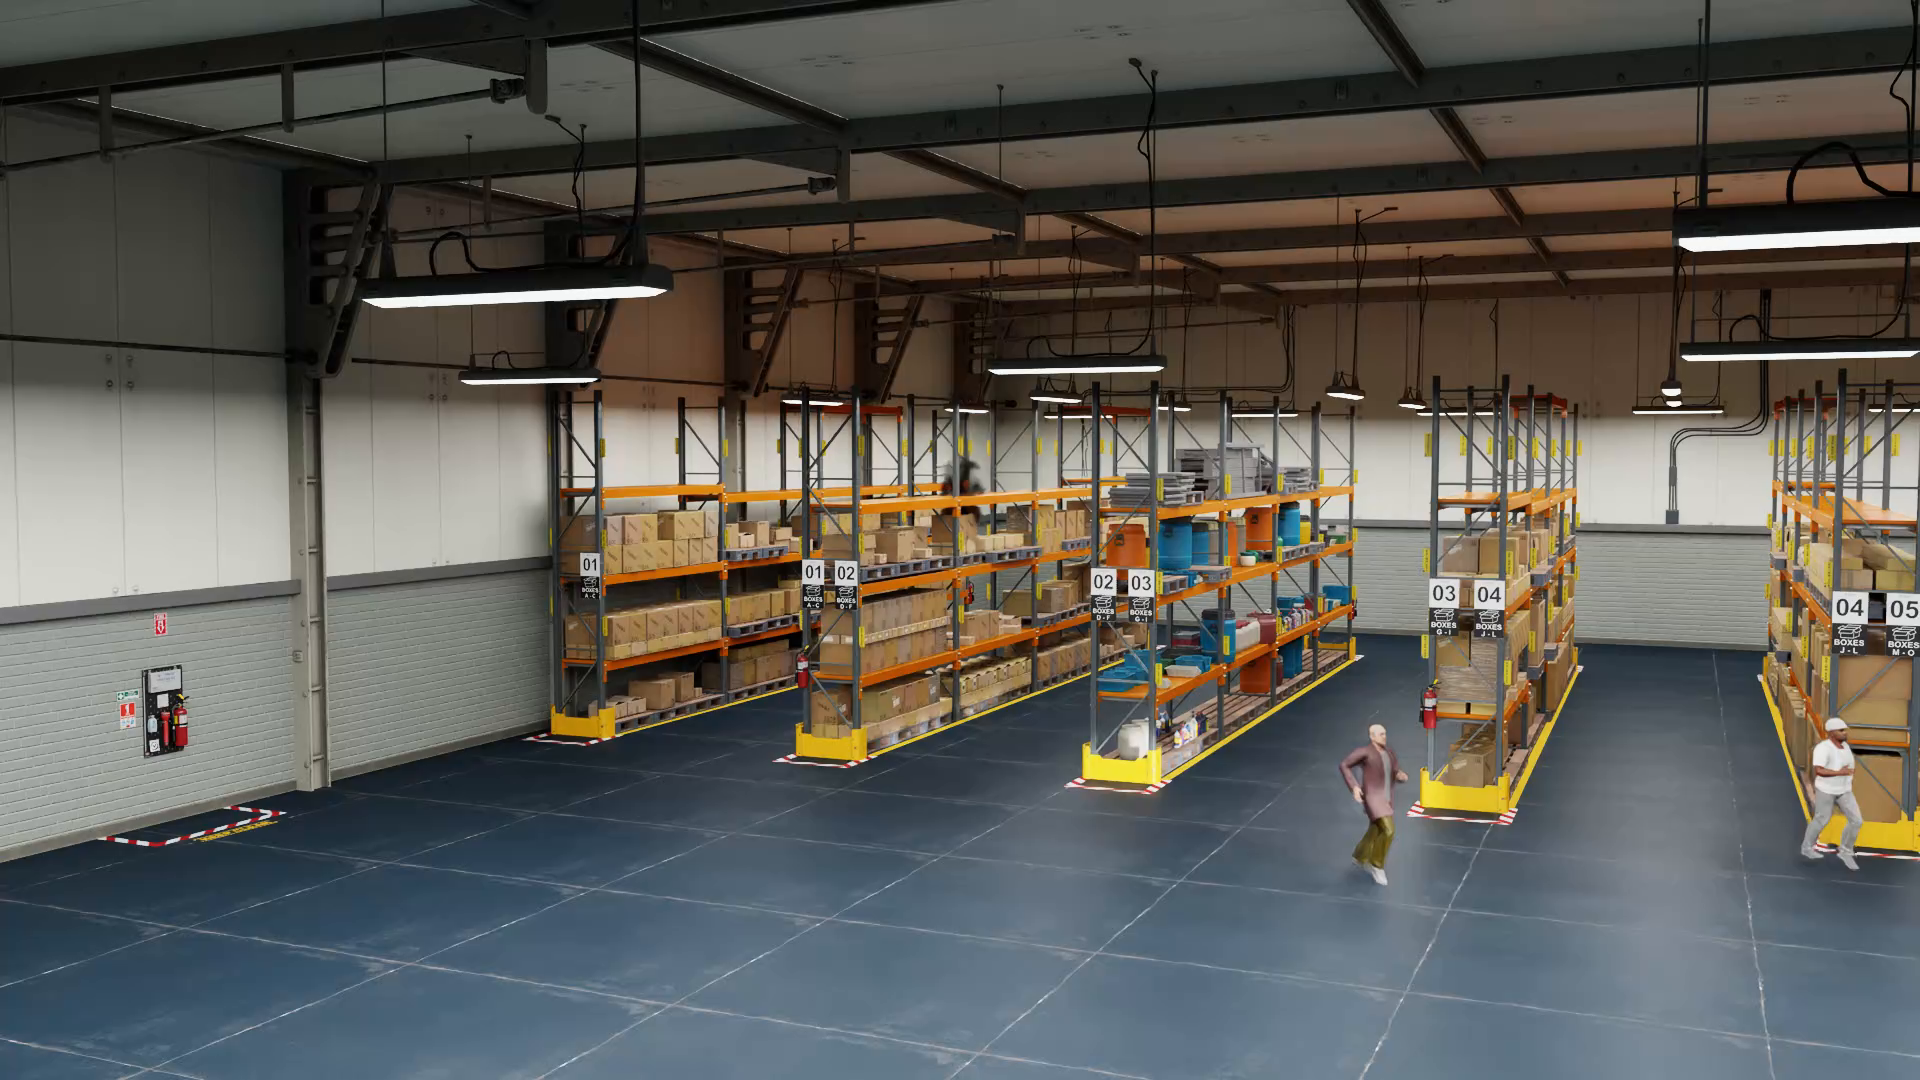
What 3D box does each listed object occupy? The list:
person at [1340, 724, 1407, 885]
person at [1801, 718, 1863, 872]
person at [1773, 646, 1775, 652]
[{"bbox_3d":[4.840,3.055,19.287,0.671,1.834,0.811,-3,4,-39],"label":"person"},{"bbox_3d":[10.444,3.020,19.850,0.694,1.801,0.762,-1,3,-18],"label":"person"},{"bbox_3d":[18.329,2.141,36.875,0.719,1.748,0.674,-3,4,-41],"label":"person"}]
